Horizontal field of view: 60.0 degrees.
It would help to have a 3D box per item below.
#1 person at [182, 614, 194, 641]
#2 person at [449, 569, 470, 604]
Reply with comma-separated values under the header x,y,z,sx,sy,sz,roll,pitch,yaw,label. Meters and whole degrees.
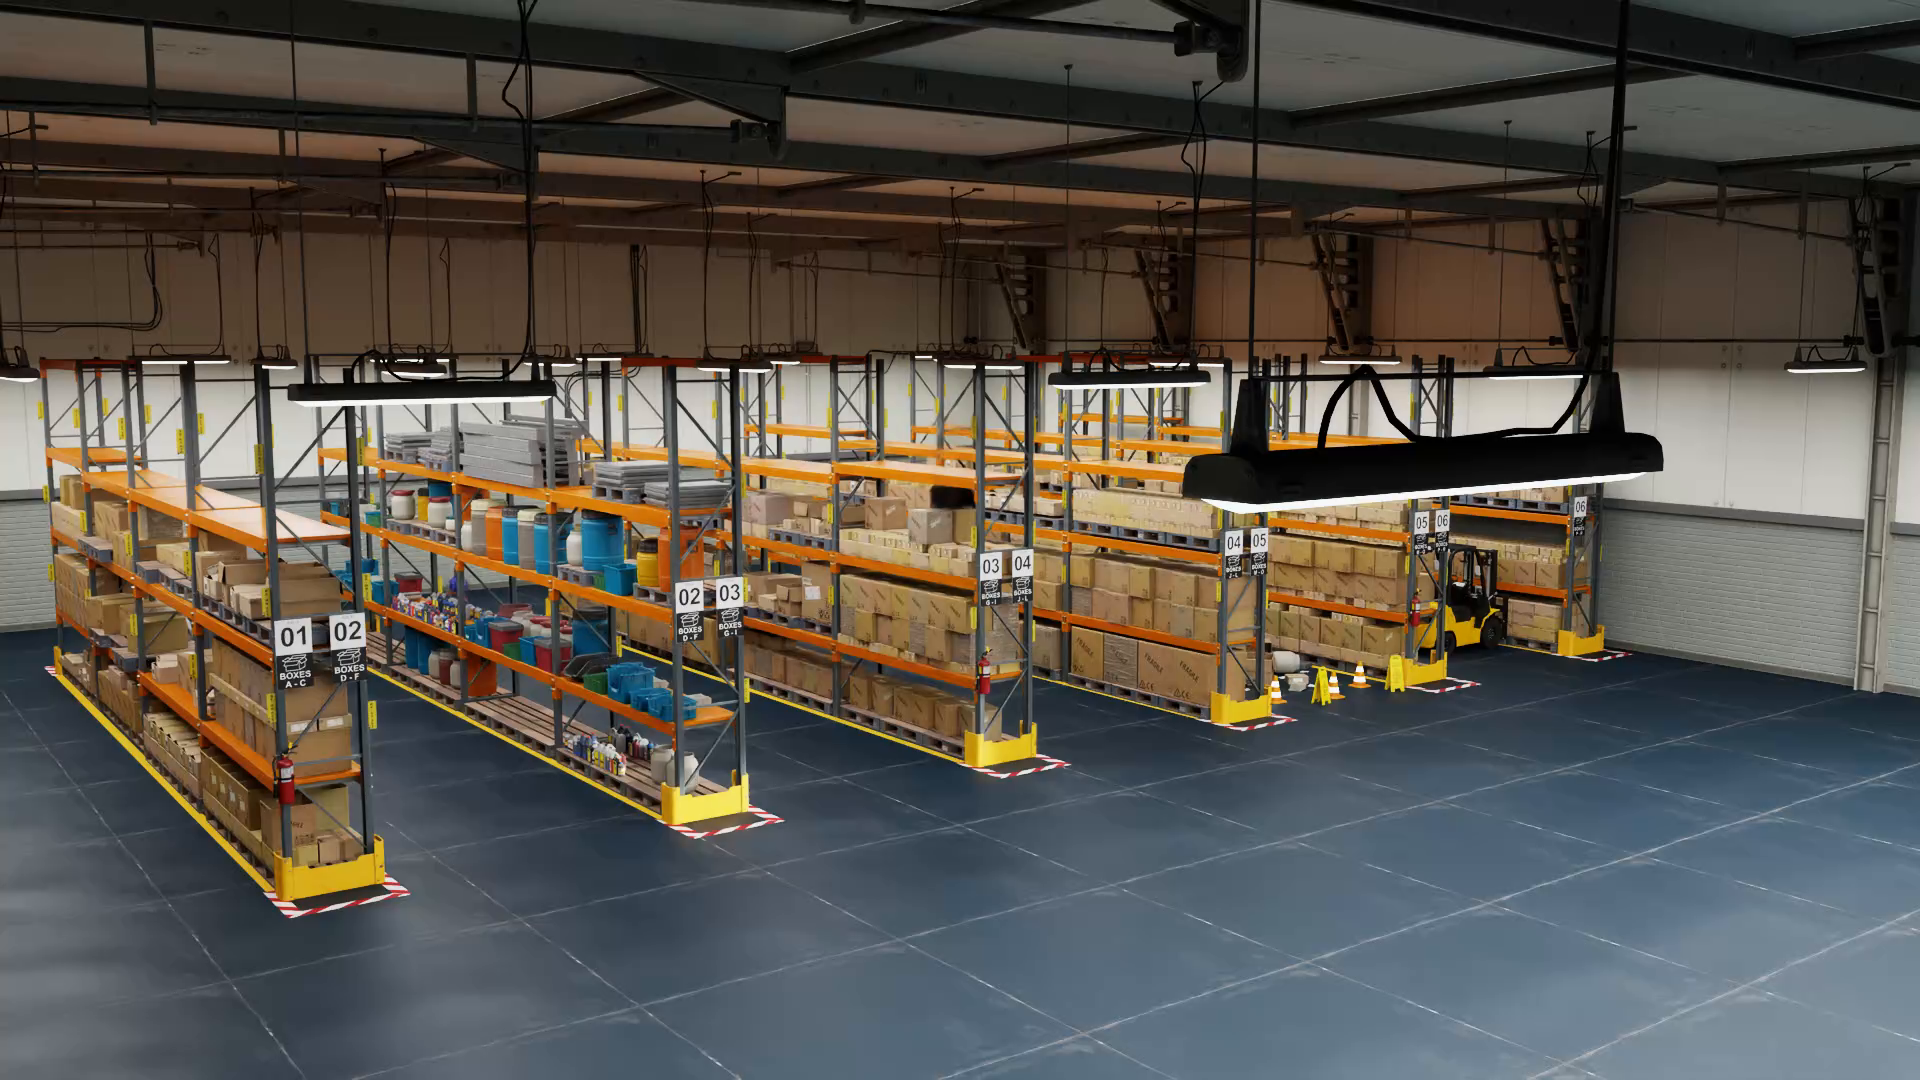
x,y,z,sx,sy,sz,roll,pitch,yaw,label
-15.428,1.585,32.793,0.607,1.635,0.623,3,8,24,person
-10.439,1.353,34.851,0.665,1.669,0.570,5,9,38,person
